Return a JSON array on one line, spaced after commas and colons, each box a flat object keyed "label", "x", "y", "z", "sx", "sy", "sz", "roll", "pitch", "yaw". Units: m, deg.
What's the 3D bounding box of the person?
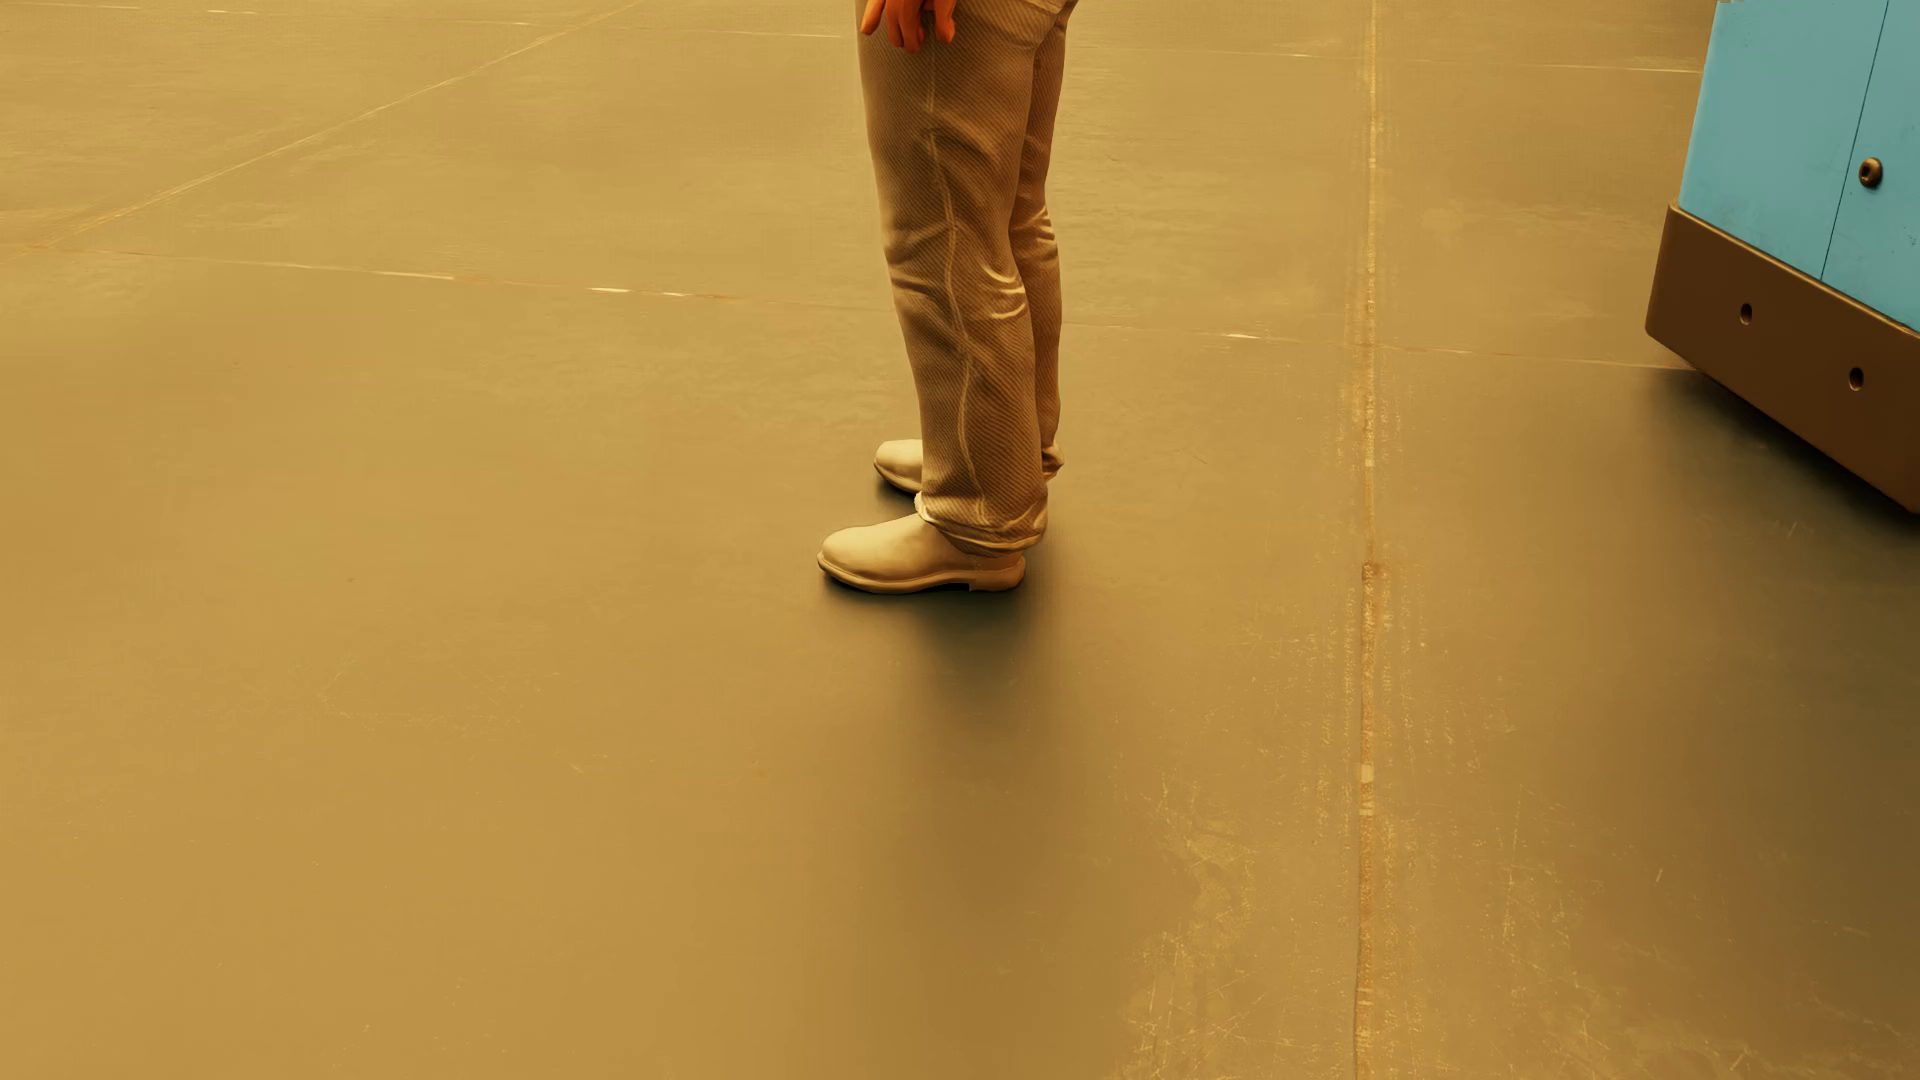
[{"label": "person", "x": -0.001, "y": -0.786, "z": 2.093, "sx": 0.372, "sy": 1.775, "sz": 0.525, "roll": 6, "pitch": 27, "yaw": 11}]

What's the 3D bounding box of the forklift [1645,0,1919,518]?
[{"label": "forklift", "x": 2.839, "y": -1.524, "z": 2.268, "sx": 3.031, "sy": 2.935, "sz": 1.130, "roll": -3, "pitch": 27, "yaw": -7}]
